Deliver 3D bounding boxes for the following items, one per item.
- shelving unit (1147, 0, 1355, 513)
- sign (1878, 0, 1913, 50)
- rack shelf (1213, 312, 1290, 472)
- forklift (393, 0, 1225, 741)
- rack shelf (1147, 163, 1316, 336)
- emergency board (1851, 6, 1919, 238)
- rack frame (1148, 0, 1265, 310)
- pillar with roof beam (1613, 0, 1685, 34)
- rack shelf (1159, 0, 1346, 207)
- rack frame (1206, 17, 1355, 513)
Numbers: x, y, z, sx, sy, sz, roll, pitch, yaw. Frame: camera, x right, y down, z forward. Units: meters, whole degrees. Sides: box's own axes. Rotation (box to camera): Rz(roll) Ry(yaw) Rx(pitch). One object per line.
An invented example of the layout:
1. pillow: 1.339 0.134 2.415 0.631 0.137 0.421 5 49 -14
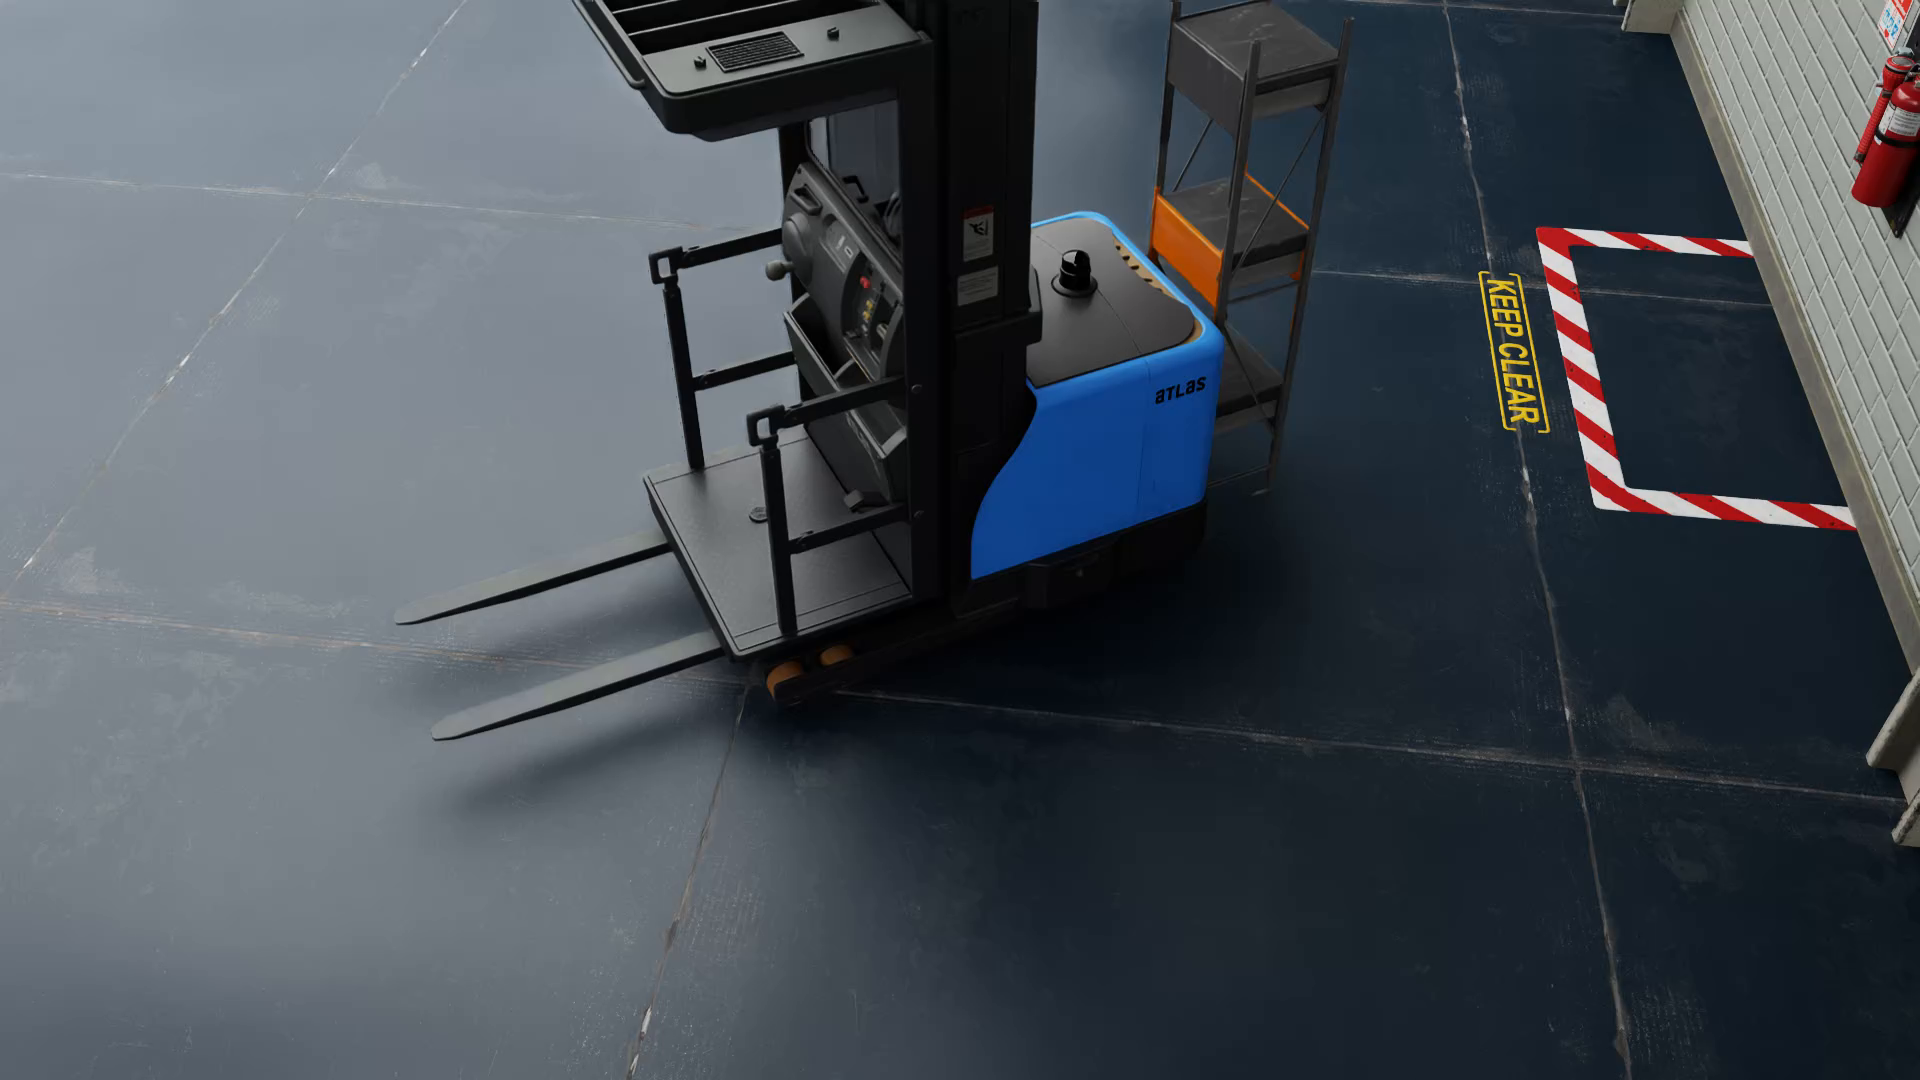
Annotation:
1. shelving unit: 1.023 -1.066 6.349 0.431 2.100 0.503 -18 46 -18
2. sign: 3.902 -2.237 6.904 0.001 0.329 0.234 5 44 6
3. rack shelf: 1.023 -0.548 6.839 0.431 0.518 0.480 -18 46 -18
4. forklift: -0.584 -0.872 5.539 3.031 2.935 1.130 -18 46 -18
5. rack shelf: 1.023 -1.056 6.358 0.431 0.518 0.480 -18 46 -18
6. emergency board: 3.727 -1.856 6.529 0.194 1.169 0.643 5 44 6
7. rack frame: 0.918 -1.217 6.508 0.400 2.100 0.015 -18 46 -18
8. pillar with roof beam: -0.112 -6.834 7.423 9.100 9.000 0.400 5 44 6
9. rack shelf: 1.023 -1.564 5.877 0.431 0.518 0.480 -18 46 -18
10. rack frame: 1.129 -0.915 6.189 0.400 2.100 0.015 -18 46 -18
